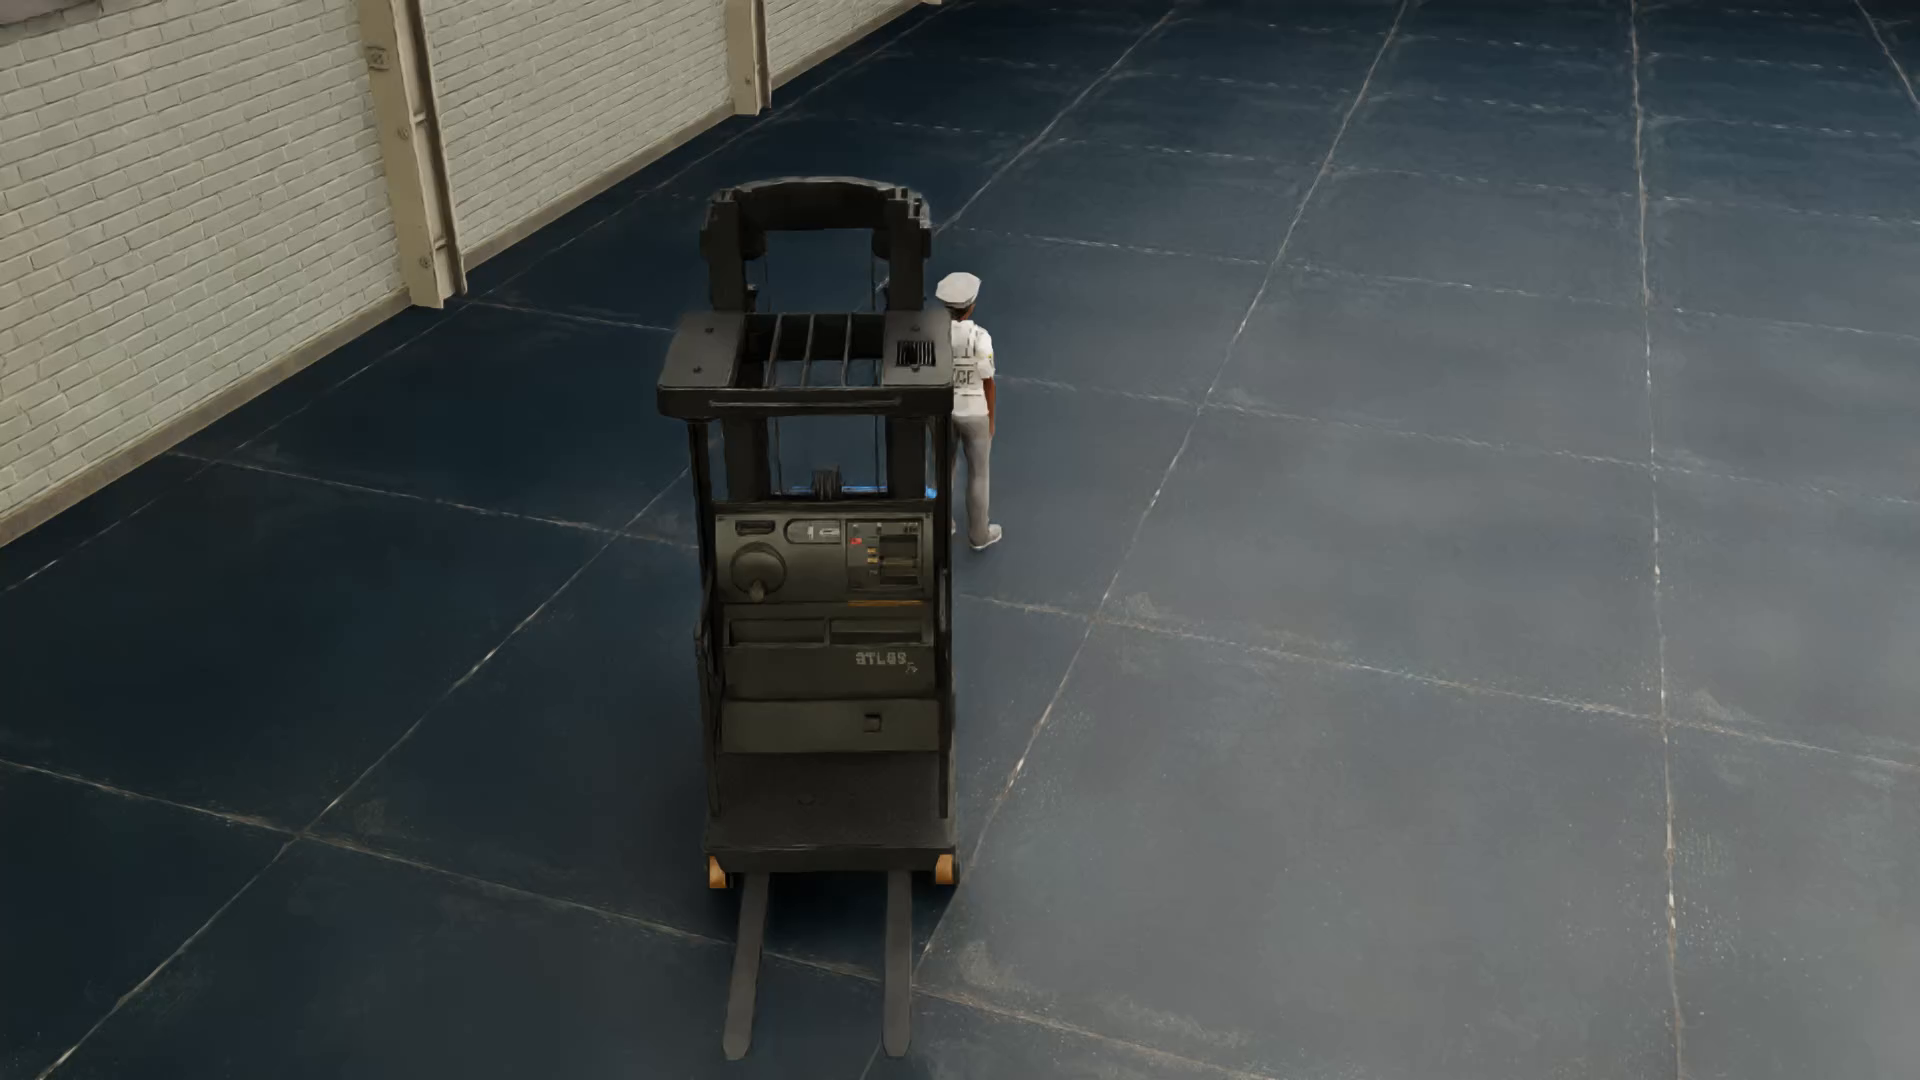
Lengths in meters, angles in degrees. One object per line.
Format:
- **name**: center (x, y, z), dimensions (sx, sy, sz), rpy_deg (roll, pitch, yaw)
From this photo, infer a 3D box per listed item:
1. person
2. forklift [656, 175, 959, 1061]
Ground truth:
- **person**: center (0.013, -0.739, 9.694), dimensions (0.446, 1.688, 0.338), rpy_deg (10, 31, 16)
- **forklift**: center (-0.572, 0.114, 6.936), dimensions (1.130, 2.935, 3.031), rpy_deg (-1, 30, -1)
